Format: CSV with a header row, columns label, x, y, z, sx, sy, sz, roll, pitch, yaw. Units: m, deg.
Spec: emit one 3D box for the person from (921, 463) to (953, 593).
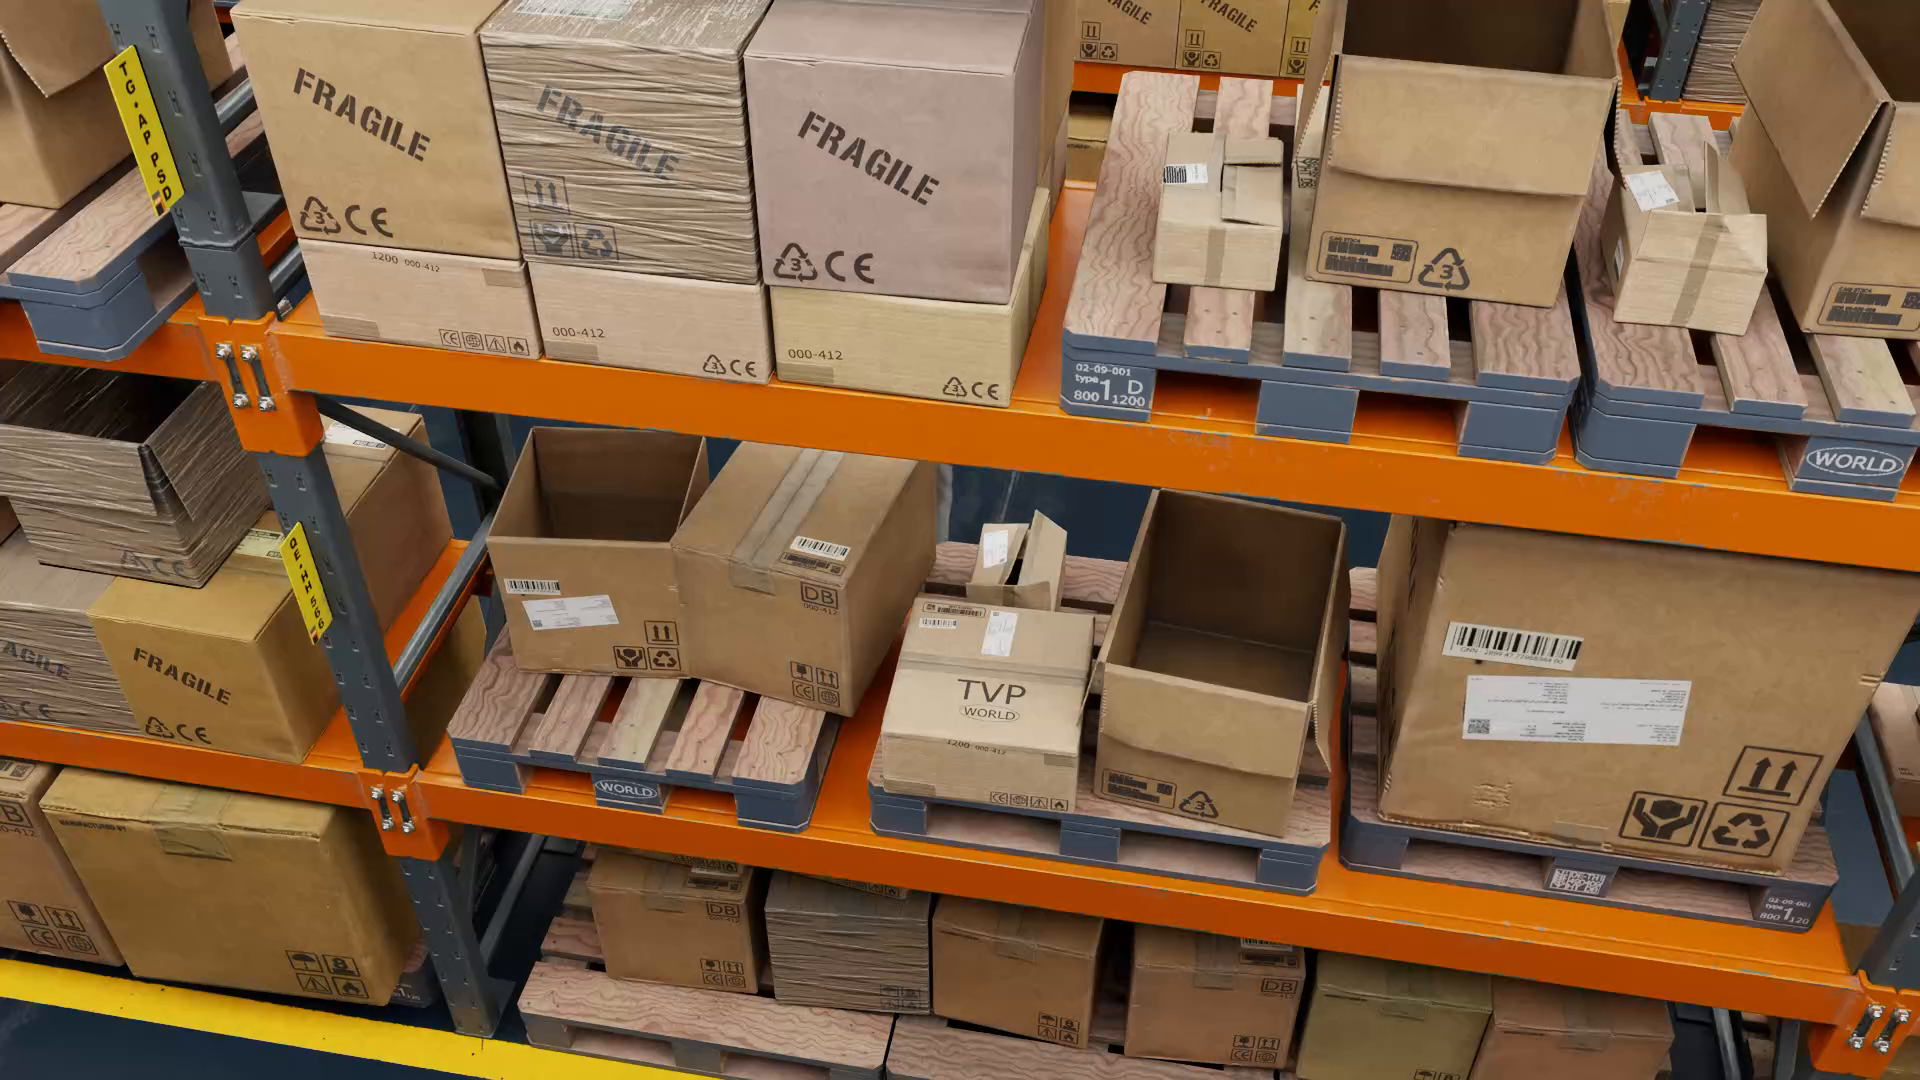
label,x,y,z,sx,sy,sz,roll,pitch,yaw
person,-0.206,-0.481,6.719,0.444,1.671,0.547,8,41,9
